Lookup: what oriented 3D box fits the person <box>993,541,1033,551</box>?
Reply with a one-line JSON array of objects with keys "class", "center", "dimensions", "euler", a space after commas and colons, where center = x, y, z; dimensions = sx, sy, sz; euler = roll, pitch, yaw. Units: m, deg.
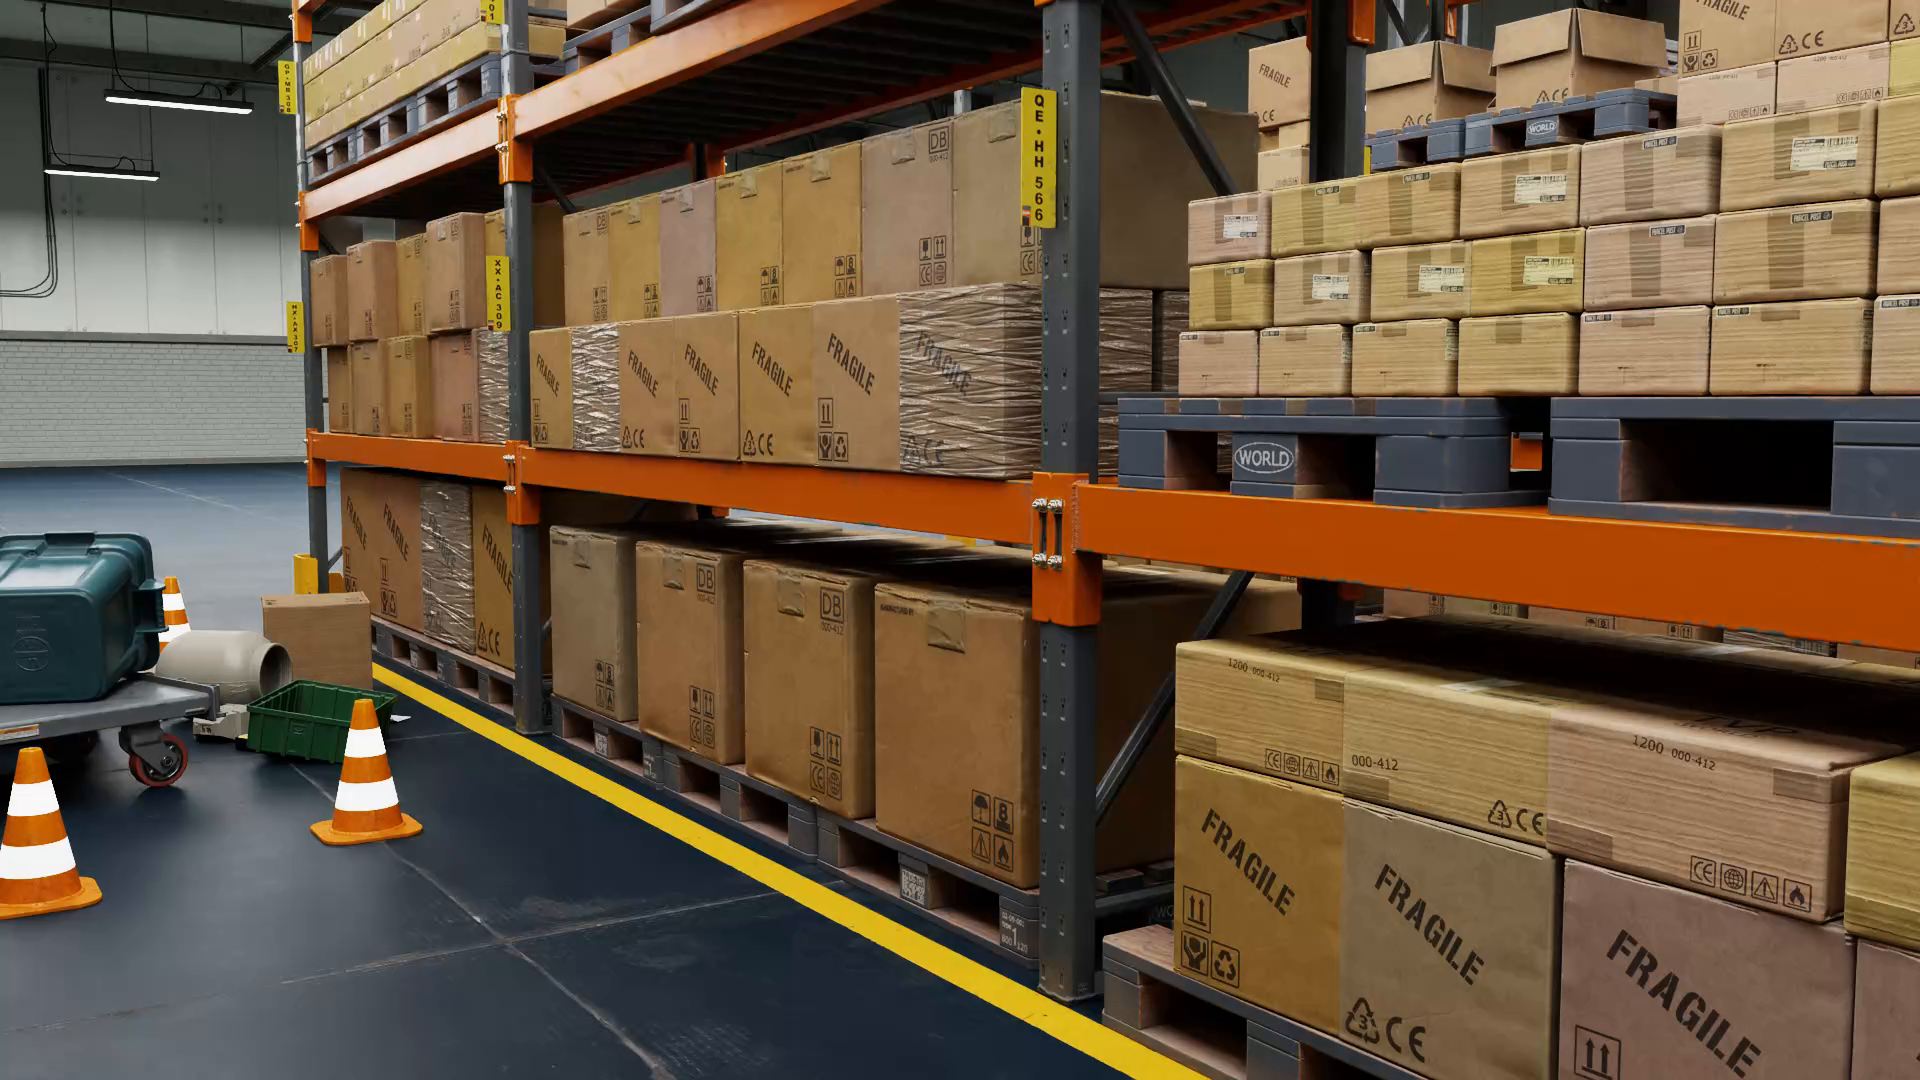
[{"class": "person", "center": [0.353, -0.164, 9.894], "dimensions": [0.411, 1.684, 0.500], "euler": [-3, 6, -35]}]
